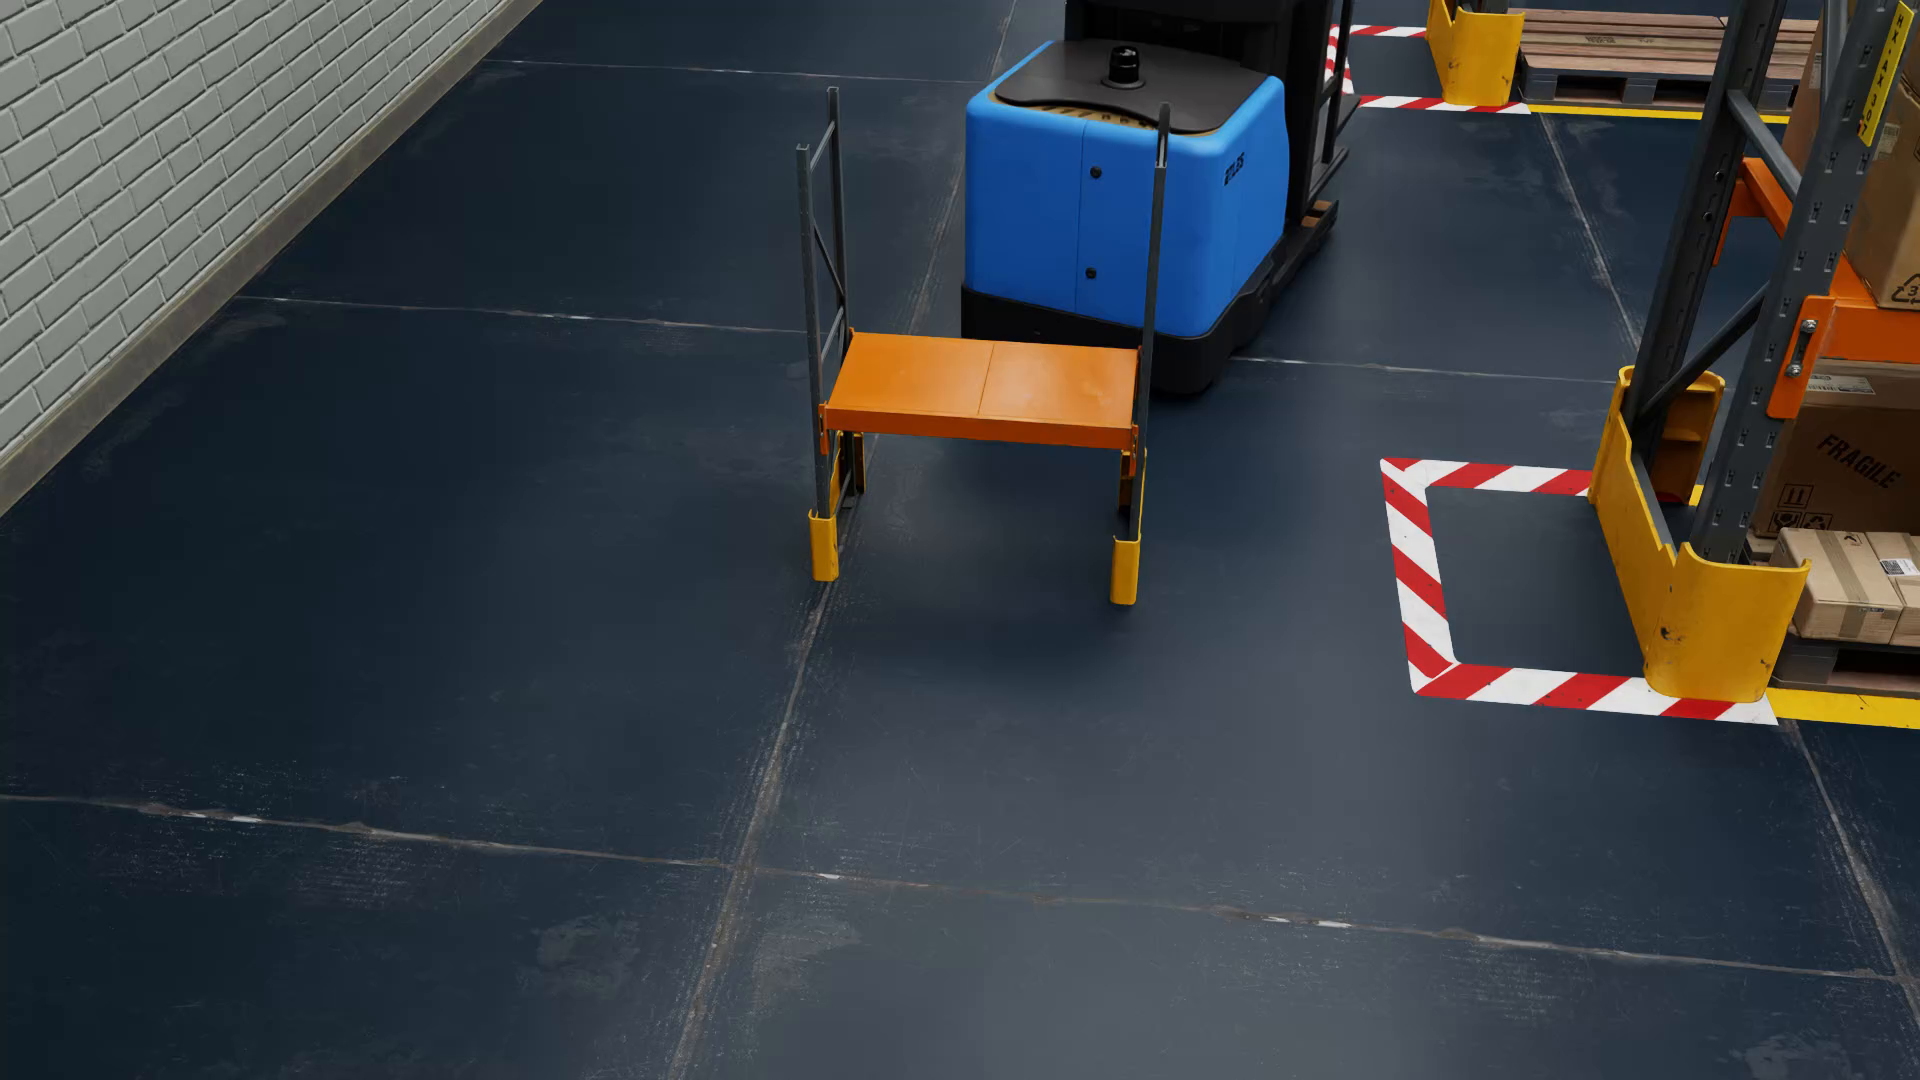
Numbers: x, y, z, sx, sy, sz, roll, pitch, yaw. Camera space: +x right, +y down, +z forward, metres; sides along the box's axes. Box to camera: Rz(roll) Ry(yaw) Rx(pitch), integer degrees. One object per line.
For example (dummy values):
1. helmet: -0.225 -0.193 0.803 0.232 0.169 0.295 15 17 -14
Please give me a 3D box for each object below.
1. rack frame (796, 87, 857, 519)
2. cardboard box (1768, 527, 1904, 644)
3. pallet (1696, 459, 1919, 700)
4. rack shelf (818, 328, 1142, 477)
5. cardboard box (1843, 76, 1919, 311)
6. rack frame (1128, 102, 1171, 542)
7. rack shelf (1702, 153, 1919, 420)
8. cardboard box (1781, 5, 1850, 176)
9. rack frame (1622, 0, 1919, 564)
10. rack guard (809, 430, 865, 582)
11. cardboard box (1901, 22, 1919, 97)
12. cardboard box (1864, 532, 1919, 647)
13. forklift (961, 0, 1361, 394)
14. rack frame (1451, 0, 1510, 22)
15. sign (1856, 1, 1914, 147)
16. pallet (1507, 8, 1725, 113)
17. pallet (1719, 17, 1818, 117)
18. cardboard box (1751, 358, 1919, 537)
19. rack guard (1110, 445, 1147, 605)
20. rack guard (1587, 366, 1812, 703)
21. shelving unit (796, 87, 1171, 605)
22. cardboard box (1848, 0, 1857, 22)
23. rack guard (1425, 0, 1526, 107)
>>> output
1. rack frame: -0.420 -0.642 5.358 0.032 1.500 0.500 4 36 6
2. cardboard box: 2.655 0.135 5.054 0.250 0.149 0.380 4 36 6
3. pallet: 3.149 0.124 5.395 1.213 0.211 1.003 4 36 6
4. rack shelf: 0.085 -0.458 5.410 1.000 0.185 0.538 4 36 6
5. cardboard box: 2.690 -0.931 4.386 0.500 0.500 0.500 5 36 7
6. rack frame: 0.589 -0.567 5.253 0.032 1.500 0.500 4 36 6
7. rack shelf: 4.267 -0.634 4.676 4.000 0.370 1.077 4 36 6
8. cardboard box: 2.762 -1.240 4.819 0.500 0.500 0.500 5 36 7
9. rack frame: 2.283 -1.075 4.674 0.127 3.000 1.000 4 36 6
10. rack guard: -0.418 -0.133 5.721 0.087 0.250 0.587 4 36 6
11. cardboard box: 2.690 -1.338 4.096 0.500 0.500 0.500 5 36 7
12. cardboard box: 2.903 0.147 5.023 0.250 0.166 0.380 4 36 6
13. forklift: 1.103 -2.602 6.872 1.130 2.935 3.031 16 38 21
14. rack frame: 2.918 -3.929 8.673 0.127 3.000 1.000 4 36 6
15. sign: 2.214 -1.115 3.985 0.005 0.325 0.100 4 36 6
16. pallet: 3.731 -2.711 9.366 1.213 0.211 1.003 4 36 6
17. pallet: 4.937 -2.619 9.238 1.213 0.211 1.003 4 36 6
18. cardboard box: 2.854 -0.338 5.415 0.500 0.500 0.500 4 36 6
19. rack guard: 0.570 -0.059 5.618 0.087 0.250 0.587 4 36 6
20. rack guard: 2.358 -0.052 5.393 0.348 0.500 1.175 4 36 6
21. shelving unit: 0.076 -0.605 5.306 1.083 1.500 0.587 4 36 6
22. cardboard box: 2.759 -1.648 4.531 0.500 0.500 0.500 4 36 6
23. rack guard: 2.892 -2.906 9.391 0.348 0.500 1.175 4 36 6
